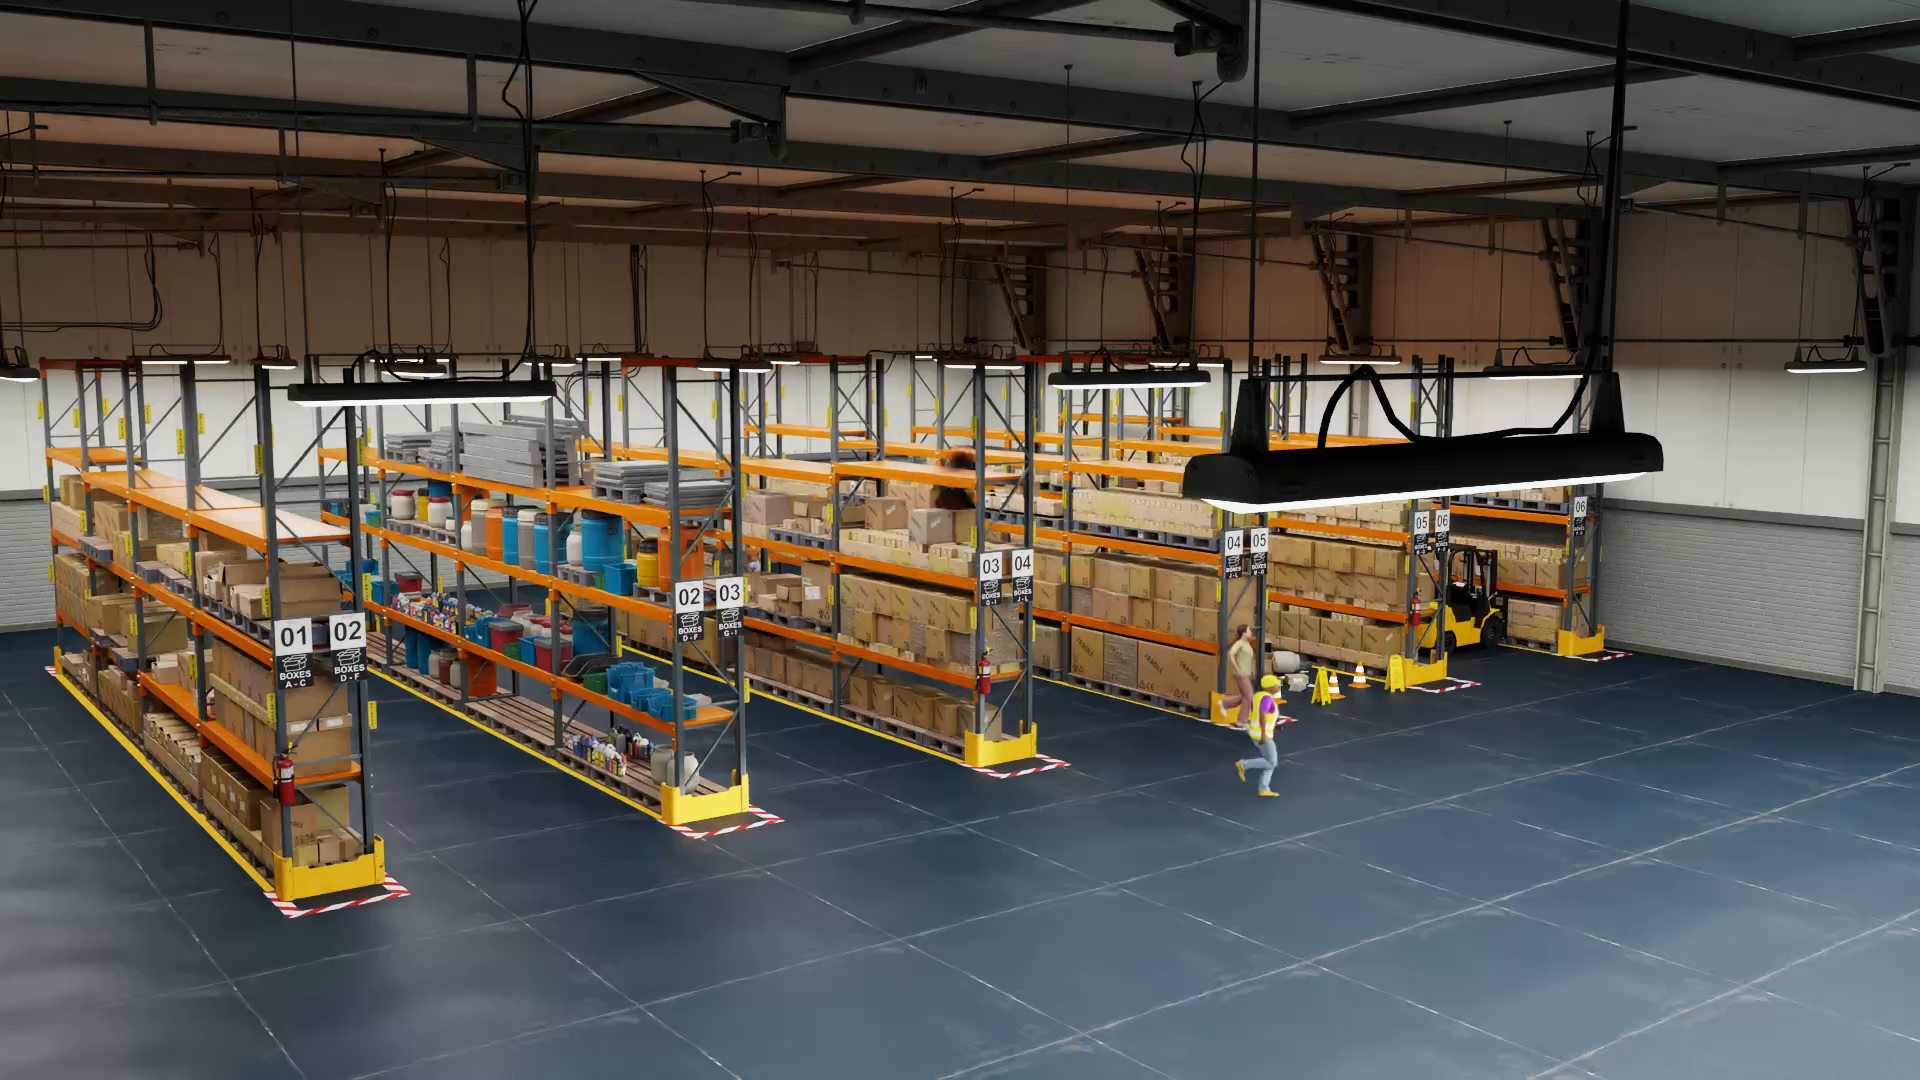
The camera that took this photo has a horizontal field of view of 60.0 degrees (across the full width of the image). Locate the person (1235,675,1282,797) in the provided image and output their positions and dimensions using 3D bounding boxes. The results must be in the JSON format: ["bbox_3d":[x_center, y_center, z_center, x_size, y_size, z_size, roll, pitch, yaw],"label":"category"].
[{"bbox_3d":[4.172,2.731,23.126,0.701,1.718,0.739,-1,7,-4],"label":"person"}]

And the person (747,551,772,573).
[{"bbox_3d":[-4.488,1.041,37.506,0.621,1.617,0.548,-5,9,-38],"label":"person"}]

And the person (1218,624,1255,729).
[{"bbox_3d":[4.461,2.135,26.377,0.599,1.618,0.620,4,8,29],"label":"person"}]
